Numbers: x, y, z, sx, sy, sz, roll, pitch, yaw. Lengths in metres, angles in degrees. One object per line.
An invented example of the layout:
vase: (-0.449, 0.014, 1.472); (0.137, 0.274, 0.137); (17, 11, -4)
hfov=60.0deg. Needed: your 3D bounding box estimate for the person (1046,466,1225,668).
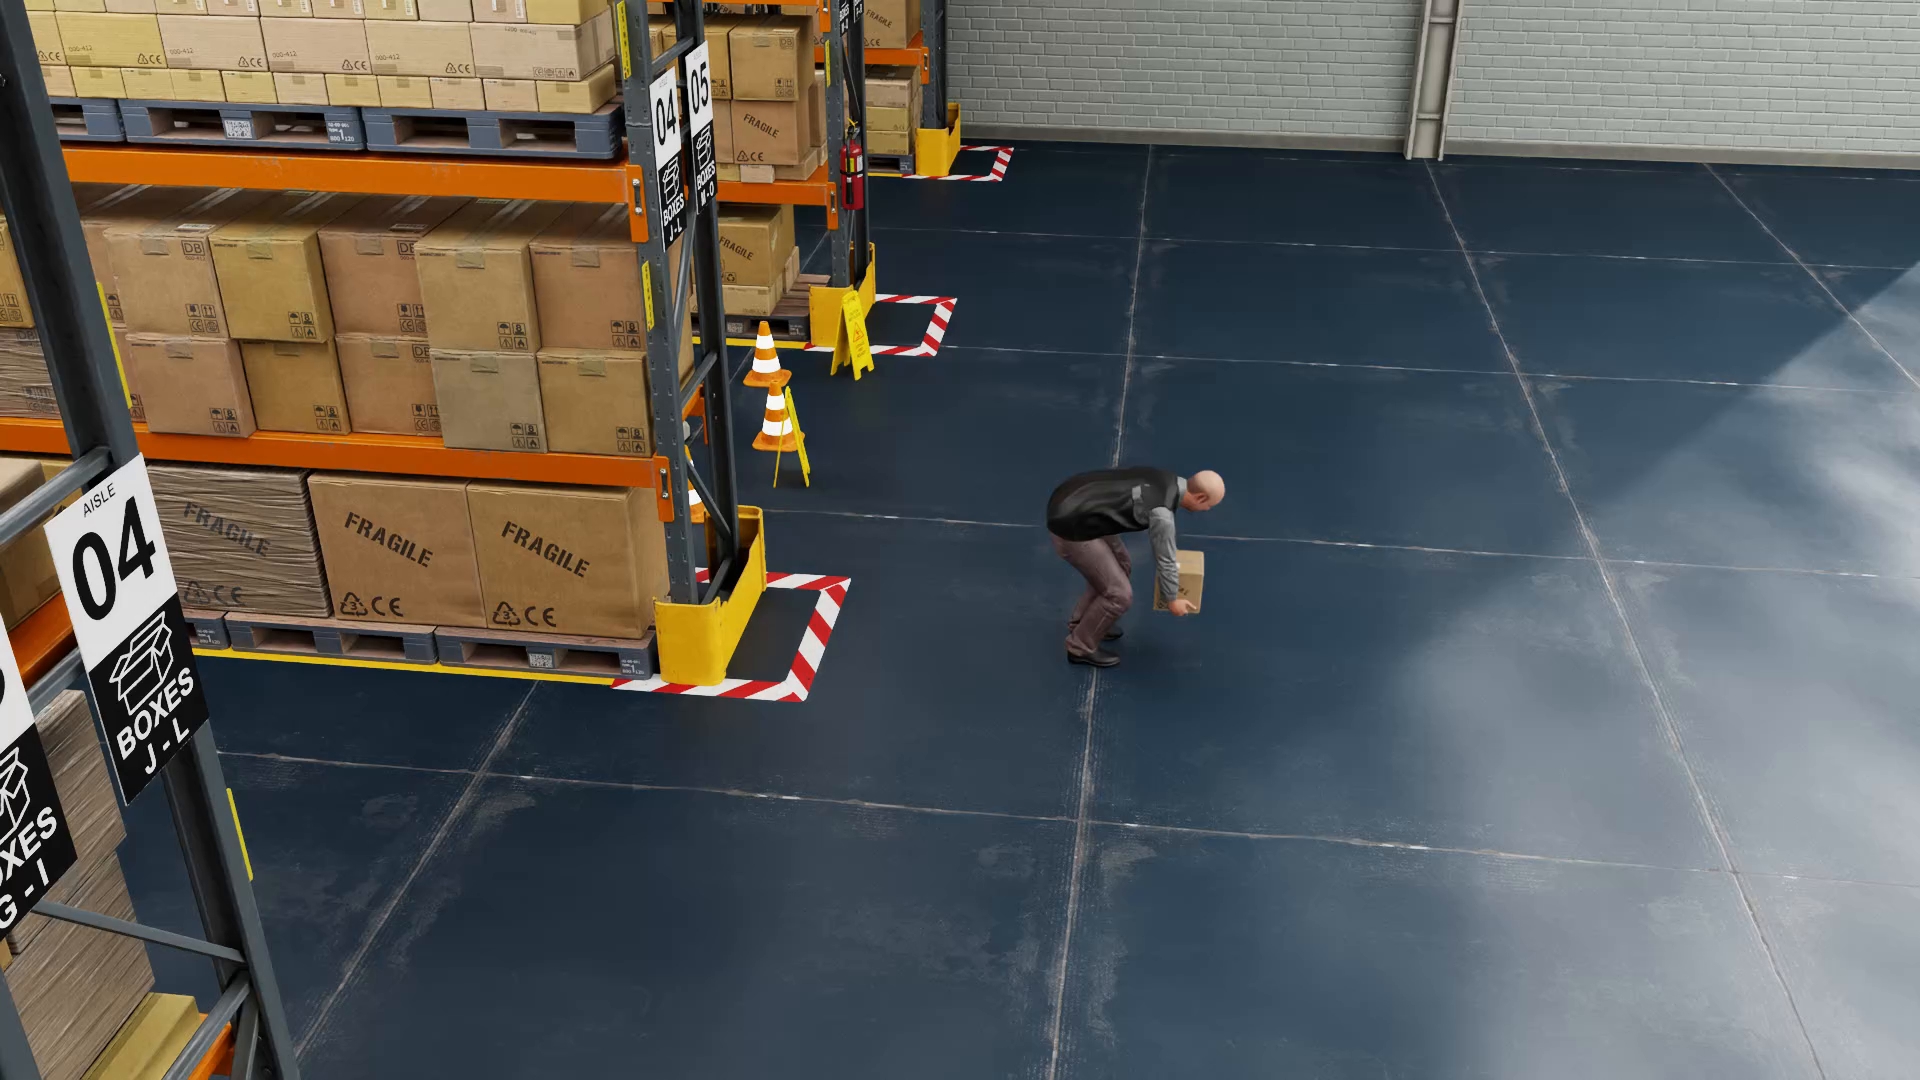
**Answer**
person: (0.934, 0.126, 9.049); (0.943, 1.123, 0.482); (2, 28, 4)
